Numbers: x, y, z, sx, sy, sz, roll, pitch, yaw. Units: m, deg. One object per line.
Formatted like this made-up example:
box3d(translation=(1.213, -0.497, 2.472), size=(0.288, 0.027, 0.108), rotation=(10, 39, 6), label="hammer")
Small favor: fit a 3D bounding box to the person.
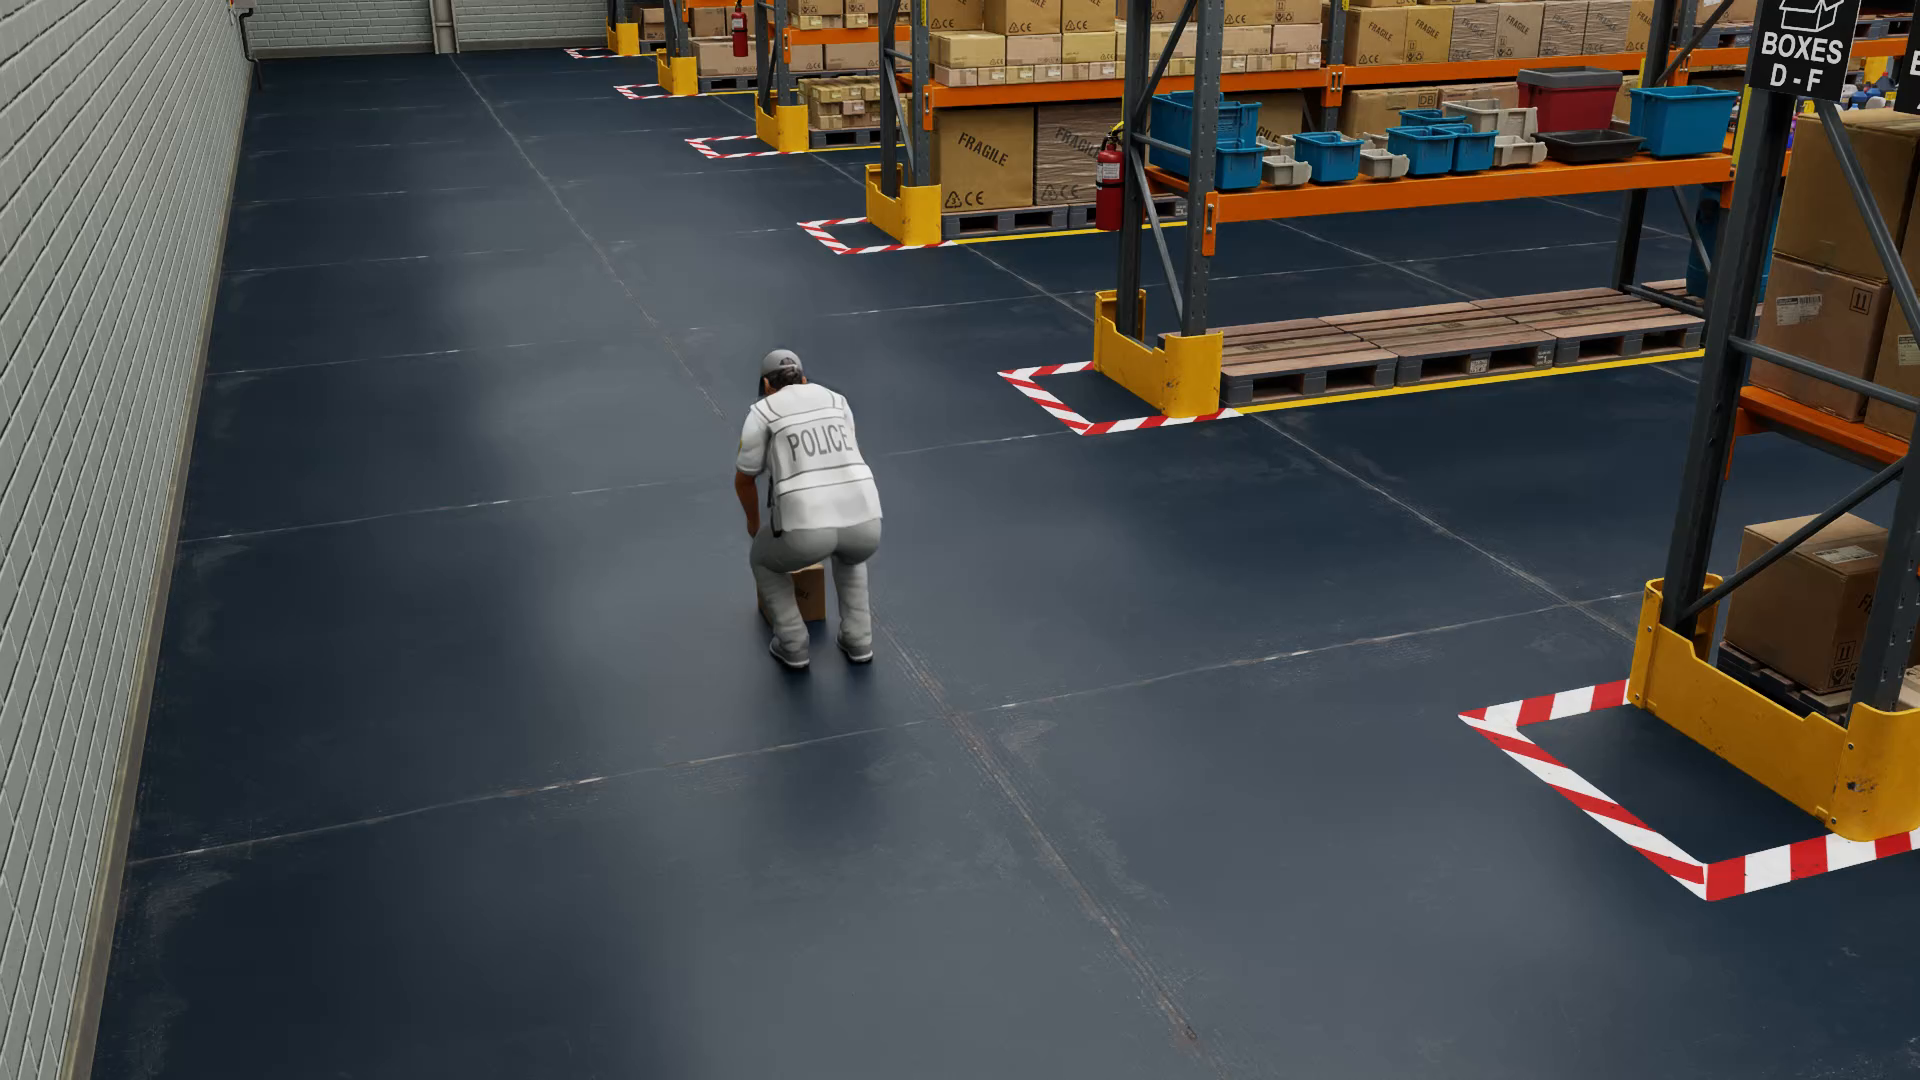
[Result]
box3d(translation=(-0.633, -0.106, 6.873), size=(0.533, 1.265, 0.785), rotation=(-8, 24, -19), label="person")
